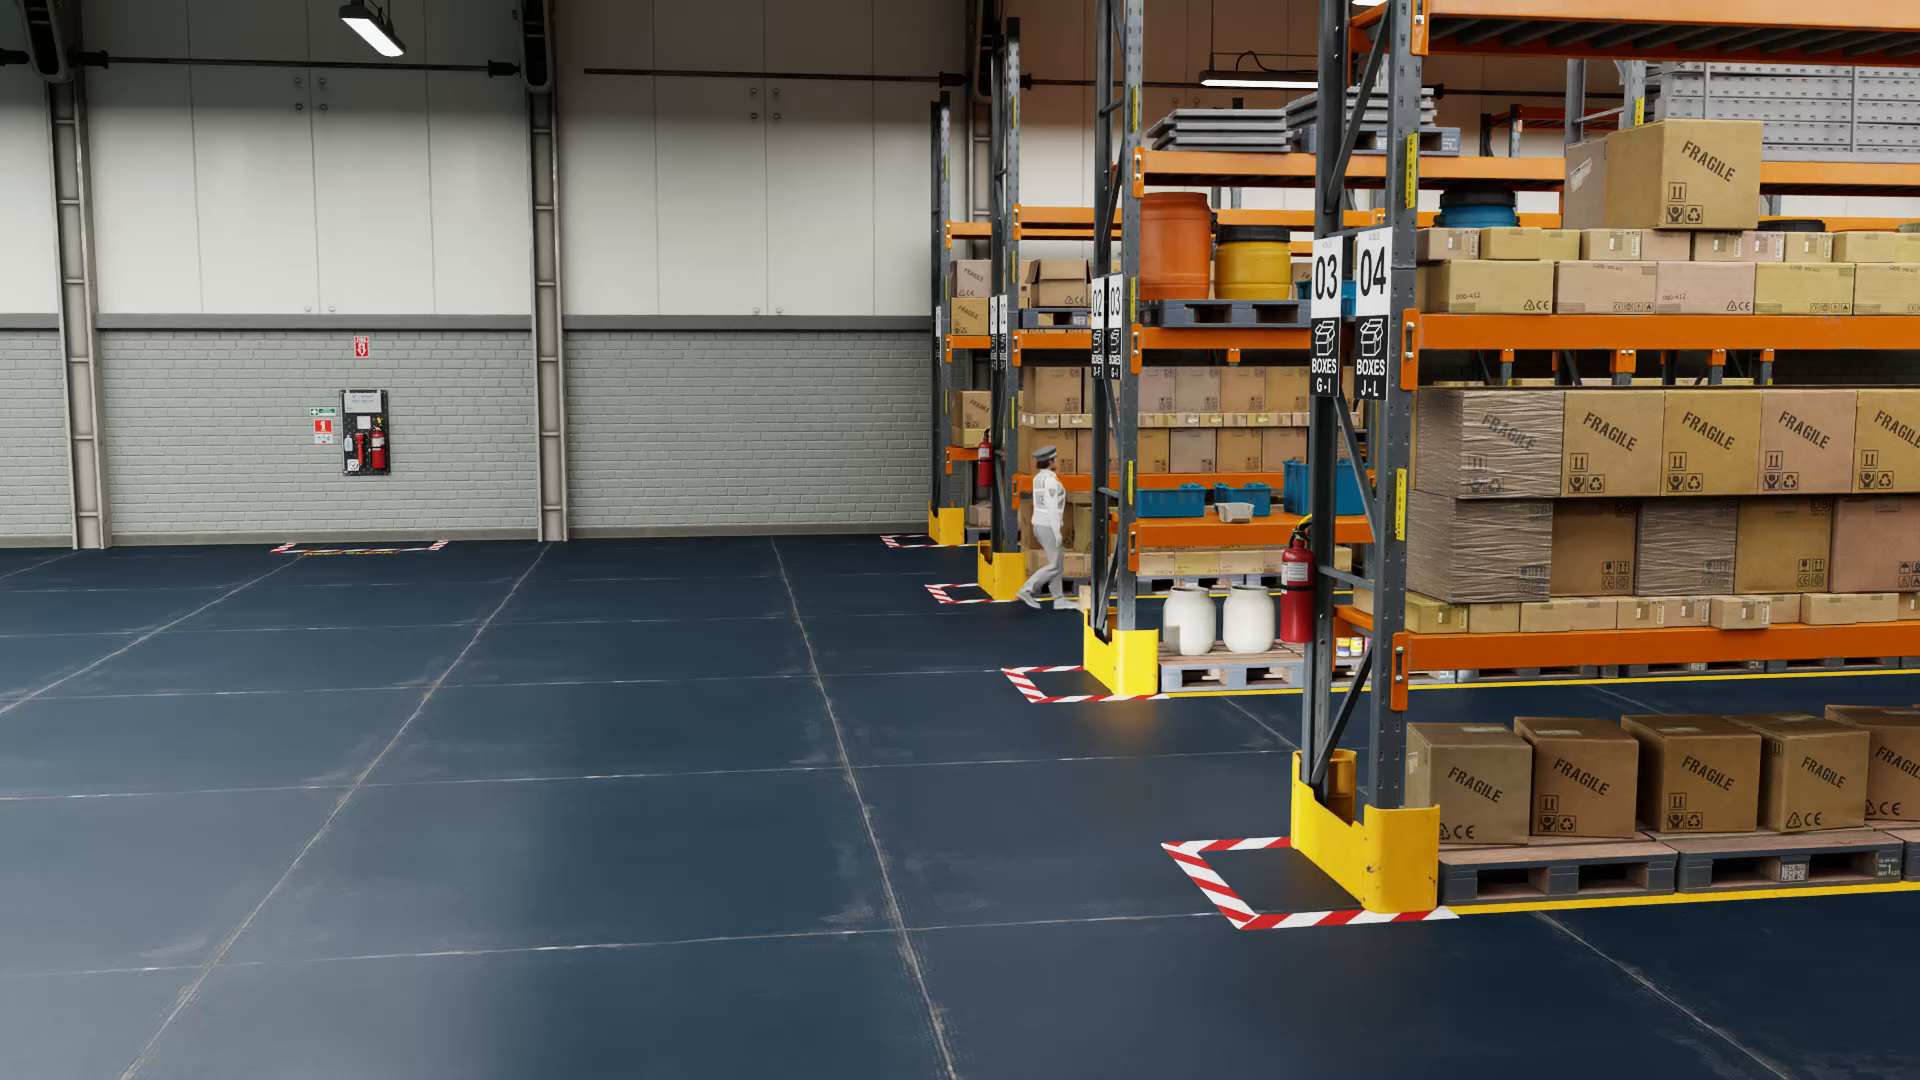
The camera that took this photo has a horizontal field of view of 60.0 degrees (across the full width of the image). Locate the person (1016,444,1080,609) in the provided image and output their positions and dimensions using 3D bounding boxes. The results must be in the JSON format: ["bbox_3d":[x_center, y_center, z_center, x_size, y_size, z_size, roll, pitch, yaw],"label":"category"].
[{"bbox_3d":[0.878,-0.116,16.583,0.777,1.669,0.530,-2,7,-15],"label":"person"}]
